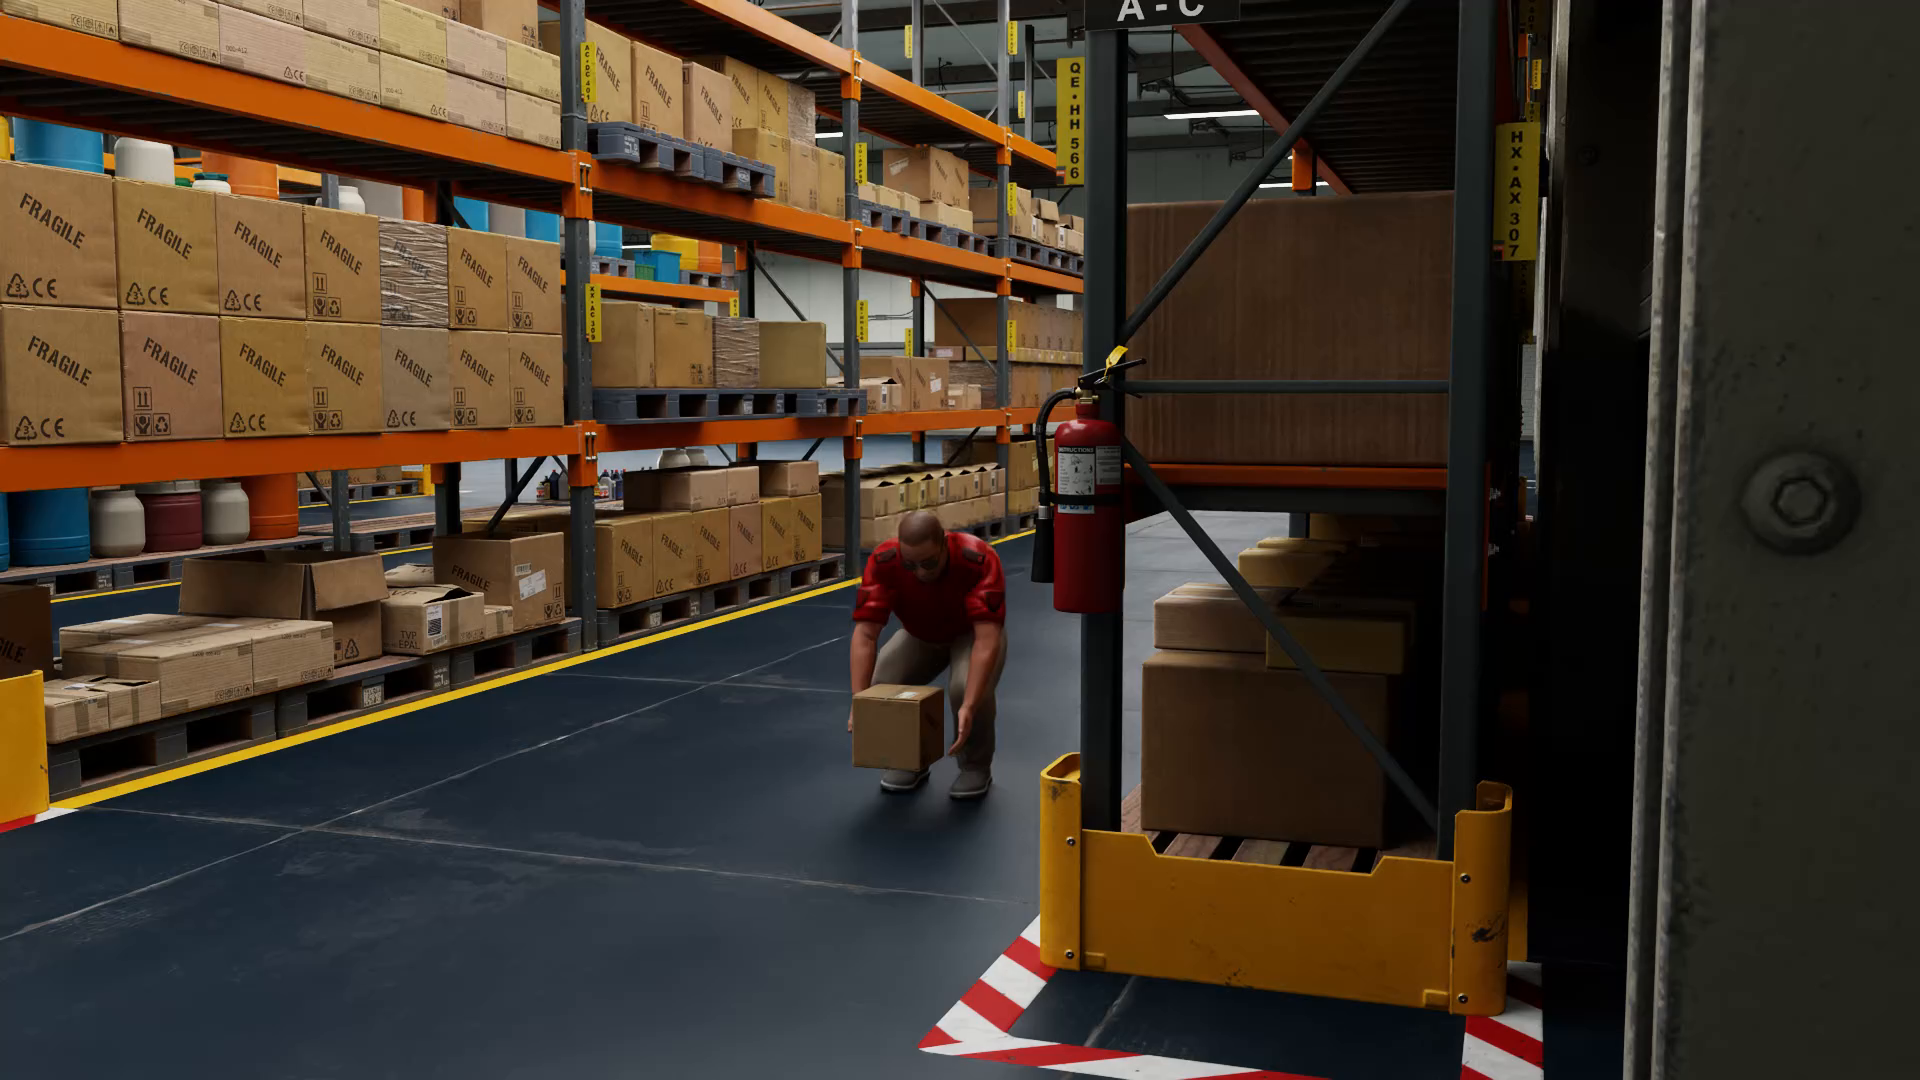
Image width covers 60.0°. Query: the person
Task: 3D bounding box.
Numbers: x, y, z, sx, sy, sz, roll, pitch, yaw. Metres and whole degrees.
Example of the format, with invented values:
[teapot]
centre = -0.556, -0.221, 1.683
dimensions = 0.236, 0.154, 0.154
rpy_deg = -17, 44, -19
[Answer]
[person]
centre = -0.078, 0.412, 6.126
dimensions = 0.574, 1.085, 0.776
rpy_deg = 2, 5, 18
